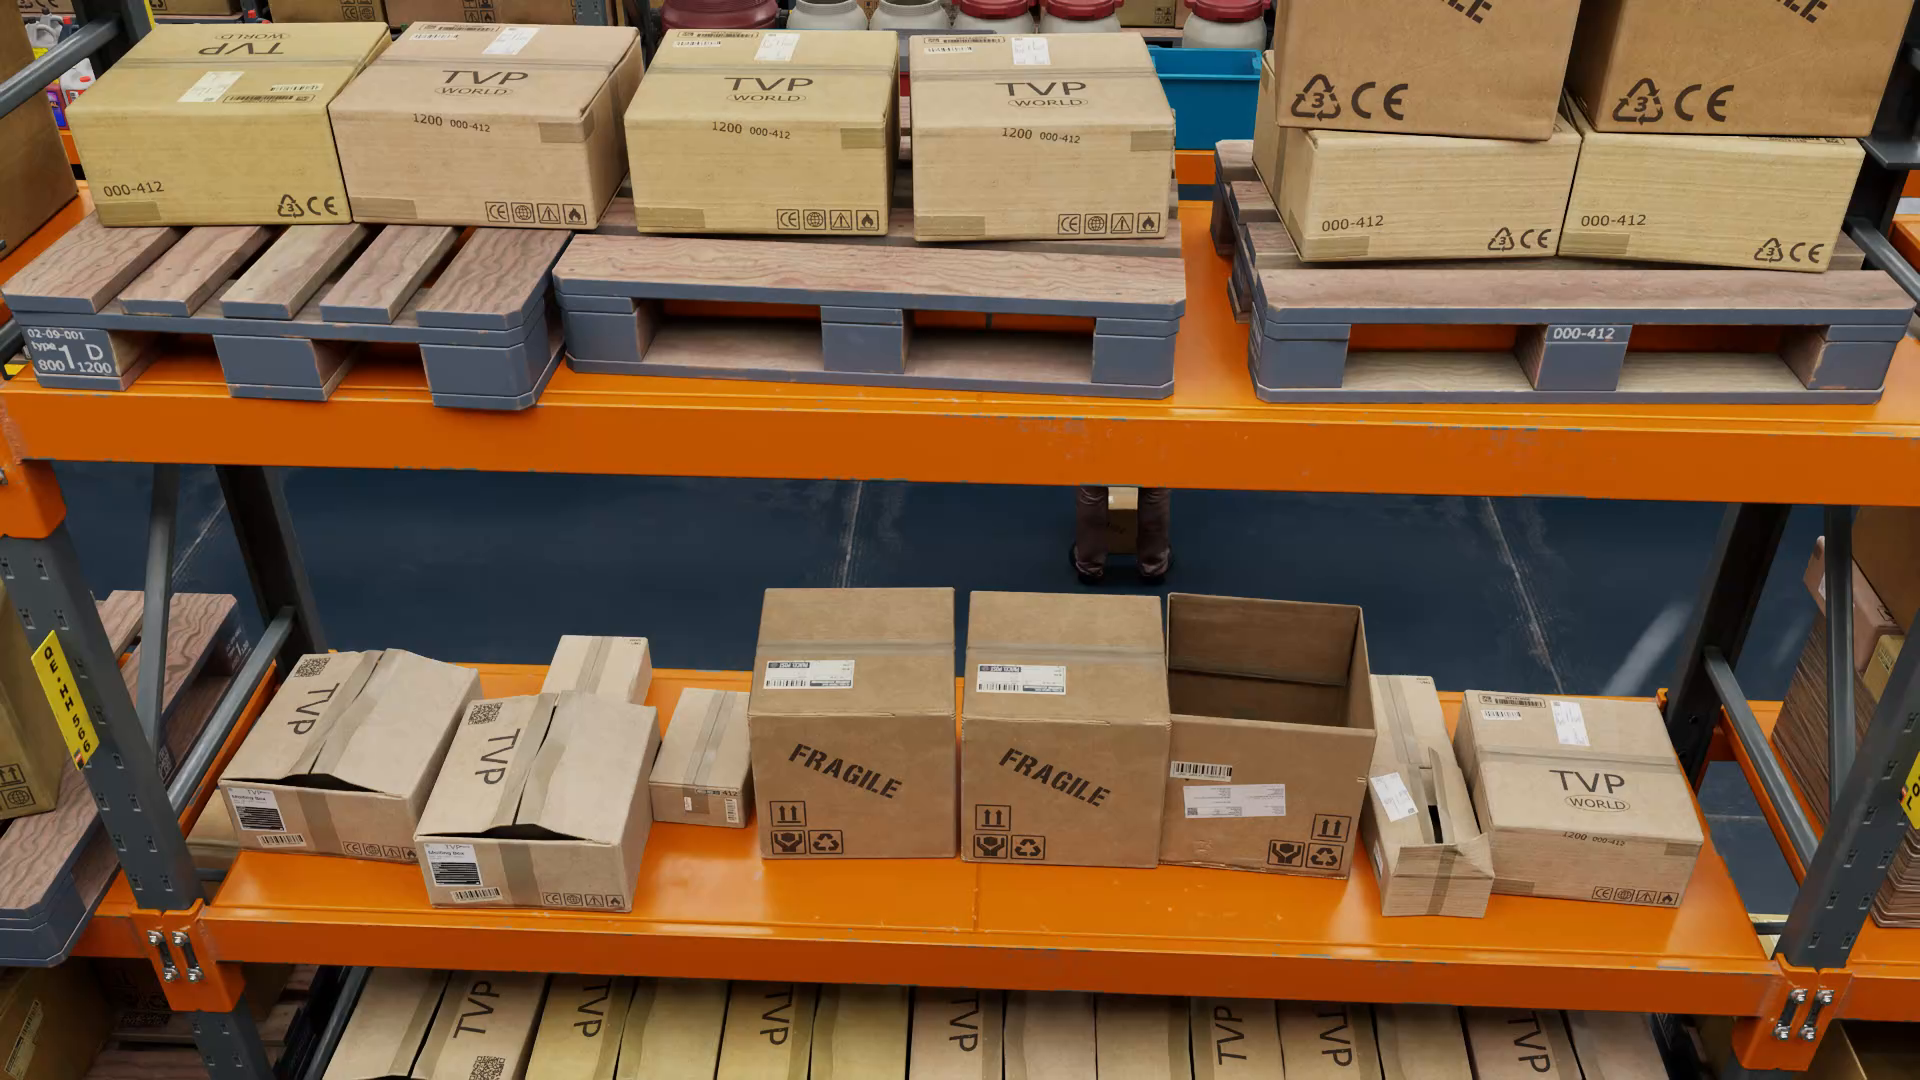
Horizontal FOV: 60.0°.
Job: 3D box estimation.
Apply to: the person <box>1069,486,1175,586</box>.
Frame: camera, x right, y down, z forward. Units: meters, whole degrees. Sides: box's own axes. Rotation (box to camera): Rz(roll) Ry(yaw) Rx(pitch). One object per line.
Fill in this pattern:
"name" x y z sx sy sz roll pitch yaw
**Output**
"person" 0.692 -0.548 6.936 0.581 1.721 0.420 2 35 2
